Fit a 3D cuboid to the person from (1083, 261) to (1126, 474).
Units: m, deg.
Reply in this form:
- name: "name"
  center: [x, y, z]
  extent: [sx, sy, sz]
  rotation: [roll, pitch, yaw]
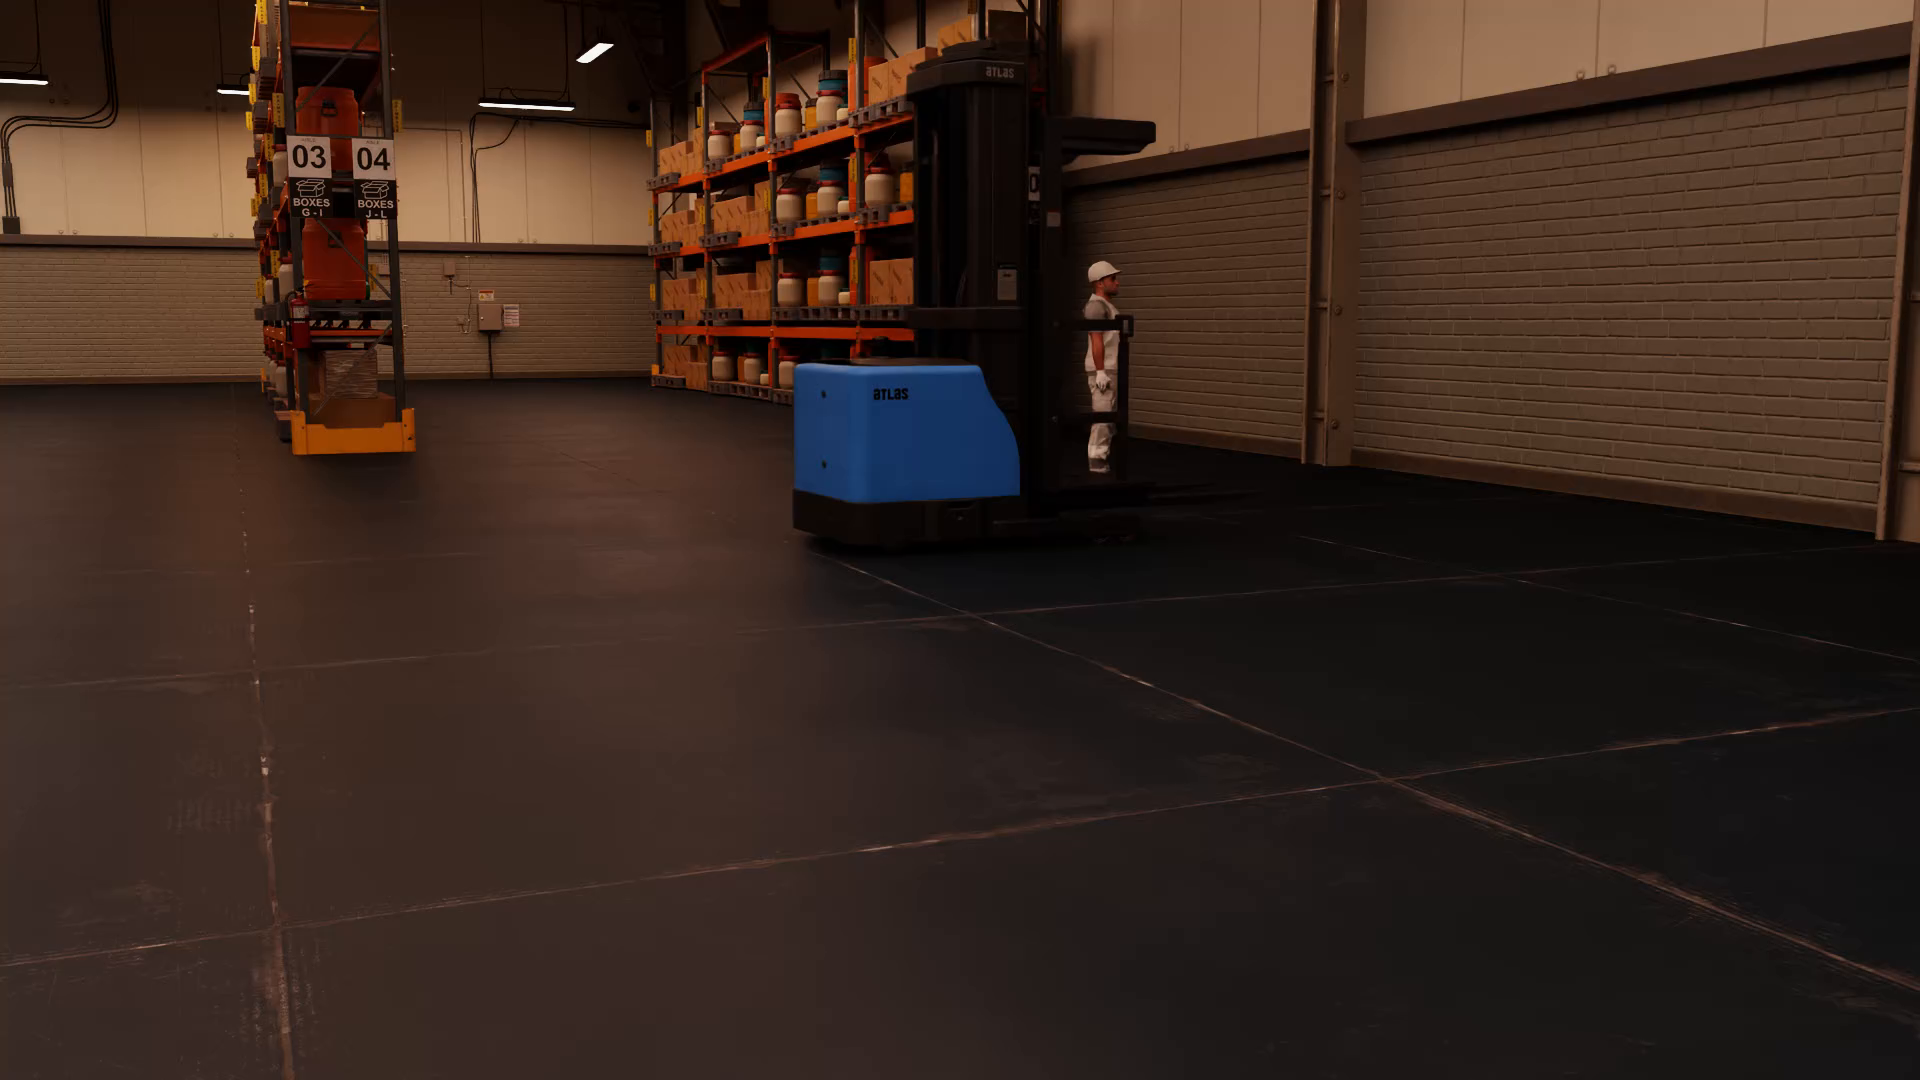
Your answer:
- name: "person"
  center: [1.167, -1.295, 13.133]
  extent: [0.375, 1.794, 0.535]
  rotation: [1, 8, 11]

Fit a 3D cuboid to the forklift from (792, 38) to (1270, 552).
- name: "forklift"
  center: [0.523, -1.495, 10.284]
  extent: [3.031, 2.935, 1.130]
  rotation: [-4, 8, -27]
